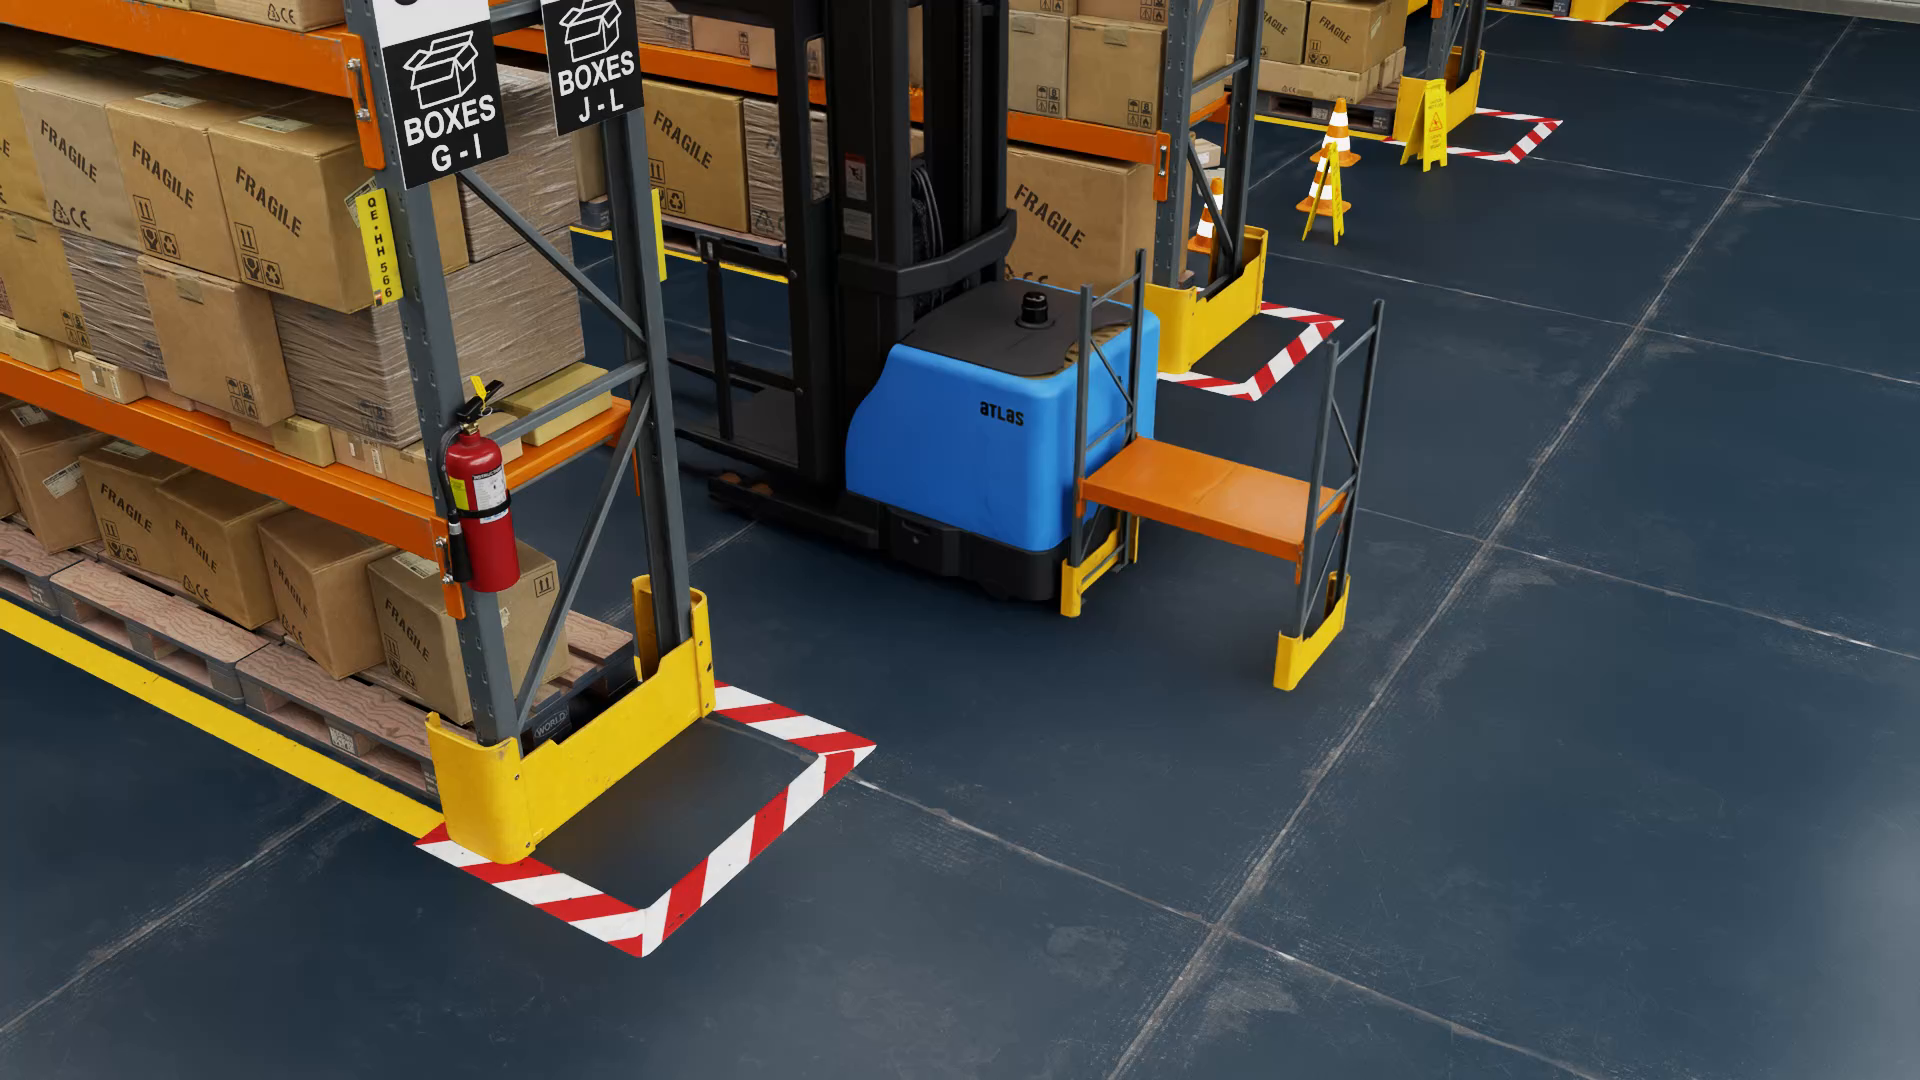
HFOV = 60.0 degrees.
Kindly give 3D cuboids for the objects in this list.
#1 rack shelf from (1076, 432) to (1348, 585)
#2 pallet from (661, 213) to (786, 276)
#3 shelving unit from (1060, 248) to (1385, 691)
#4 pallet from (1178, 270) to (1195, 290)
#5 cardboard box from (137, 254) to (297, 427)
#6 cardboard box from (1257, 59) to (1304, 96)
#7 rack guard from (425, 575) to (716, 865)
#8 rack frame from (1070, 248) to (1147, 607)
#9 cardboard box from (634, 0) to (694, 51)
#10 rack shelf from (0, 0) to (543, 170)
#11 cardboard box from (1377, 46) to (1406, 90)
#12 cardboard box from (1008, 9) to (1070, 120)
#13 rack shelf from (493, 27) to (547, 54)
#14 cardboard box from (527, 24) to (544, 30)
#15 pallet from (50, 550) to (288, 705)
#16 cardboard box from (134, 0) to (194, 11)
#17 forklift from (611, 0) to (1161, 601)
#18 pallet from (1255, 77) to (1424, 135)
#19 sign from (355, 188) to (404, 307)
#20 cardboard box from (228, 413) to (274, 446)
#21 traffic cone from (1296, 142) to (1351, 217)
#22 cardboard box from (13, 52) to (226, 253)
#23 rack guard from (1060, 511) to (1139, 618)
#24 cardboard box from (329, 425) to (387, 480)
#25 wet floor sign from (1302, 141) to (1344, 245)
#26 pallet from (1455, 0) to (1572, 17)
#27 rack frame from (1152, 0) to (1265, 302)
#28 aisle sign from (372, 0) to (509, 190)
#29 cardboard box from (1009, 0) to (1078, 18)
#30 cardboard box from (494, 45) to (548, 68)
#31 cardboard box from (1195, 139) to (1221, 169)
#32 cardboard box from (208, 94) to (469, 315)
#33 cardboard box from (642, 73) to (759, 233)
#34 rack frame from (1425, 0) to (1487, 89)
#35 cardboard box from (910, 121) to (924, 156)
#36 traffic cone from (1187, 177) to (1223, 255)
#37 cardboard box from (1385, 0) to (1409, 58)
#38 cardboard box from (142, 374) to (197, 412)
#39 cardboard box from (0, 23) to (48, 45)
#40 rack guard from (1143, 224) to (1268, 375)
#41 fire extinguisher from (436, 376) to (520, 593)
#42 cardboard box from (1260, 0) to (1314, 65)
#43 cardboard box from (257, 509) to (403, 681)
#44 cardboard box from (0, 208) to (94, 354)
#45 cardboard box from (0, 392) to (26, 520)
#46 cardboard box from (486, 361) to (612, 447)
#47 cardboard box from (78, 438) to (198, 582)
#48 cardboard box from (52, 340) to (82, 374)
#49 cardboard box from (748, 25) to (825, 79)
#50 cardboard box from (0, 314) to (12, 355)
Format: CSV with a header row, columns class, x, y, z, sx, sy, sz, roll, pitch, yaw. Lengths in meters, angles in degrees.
class,x,y,z,sx,sy,sz,roll,pitch,yaw
rack shelf,1.044,-0.148,6.872,1.000,0.185,0.538,18,35,28
pallet,-1.402,-2.145,11.217,1.213,0.211,1.003,18,35,27
shelving unit,1.037,-0.306,6.786,1.083,1.500,0.587,18,35,28
pallet,0.664,-1.491,10.096,1.213,0.211,1.003,18,35,27
cardboard box,-2.278,-0.838,5.816,0.500,0.500,0.875,18,35,27
cardboard box,2.667,-3.892,13.757,0.500,0.250,0.500,18,35,28
rack guard,-1.404,0.635,6.166,0.348,0.500,1.175,18,35,27
rack frame,0.618,-0.443,7.021,0.032,1.500,0.500,18,35,28
cardboard box,-1.686,-3.557,10.722,0.550,0.550,0.875,18,35,27
rack shelf,-3.033,-1.946,5.845,4.000,0.370,1.077,18,35,27
cardboard box,3.393,-3.982,13.911,0.500,0.250,0.500,17,34,27
cardboard box,0.567,-2.798,9.420,0.550,0.550,0.875,18,35,27
rack shelf,-3.699,-3.811,12.020,4.000,0.370,1.077,18,35,27
cardboard box,-2.589,-3.655,10.939,0.500,0.500,0.500,17,34,27
pallet,-3.102,0.199,7.199,1.213,0.211,1.003,18,35,27
cardboard box,-2.307,-1.809,5.046,0.500,0.250,0.500,18,35,28
forklift,-0.603,-1.566,7.526,3.031,2.935,1.130,19,35,29
pallet,3.196,-3.703,13.888,1.213,0.211,1.003,18,35,27
sign,-1.651,-0.830,4.733,0.005,0.325,0.100,18,35,27
cardboard box,-2.344,-0.490,5.863,0.250,0.149,0.380,18,35,27
traffic cone,2.577,-2.558,11.676,0.334,0.463,0.336,18,35,27
cardboard box,-2.785,-1.337,5.678,0.500,0.500,0.500,18,35,27
rack guard,0.619,0.097,7.335,0.087,0.250,0.587,18,35,28
cardboard box,-1.902,-0.372,5.660,0.250,0.149,0.380,18,35,27
wet floor sign,2.460,-2.335,11.112,0.232,0.644,0.267,12,32,19
pallet,5.895,-5.756,17.408,1.213,0.211,1.003,18,35,27
rack frame,1.383,-2.515,9.084,0.127,3.000,1.000,18,35,27
aisle sign,-1.446,-1.403,4.598,0.004,0.787,0.394,18,35,27
cardboard box,0.575,-3.270,9.158,0.550,0.550,0.875,18,35,27
cardboard box,-3.393,-3.184,12.047,0.750,0.750,1.050,18,35,27
cardboard box,1.746,-2.912,12.594,0.380,0.149,0.250,-15,33,-24
cardboard box,-1.936,-1.070,5.221,0.500,0.500,0.500,18,35,27
cardboard box,-1.509,-2.652,11.010,0.875,0.875,0.875,18,35,28
rack frame,3.929,-4.654,12.751,0.127,3.000,1.000,18,35,27
cardboard box,0.027,-2.167,10.179,0.875,0.875,0.875,17,34,27
traffic cone,1.688,-2.167,11.006,0.334,0.463,0.336,18,35,27
cardboard box,3.373,-4.312,13.733,0.500,0.500,0.500,16,34,26
cardboard box,-2.758,-0.632,6.107,0.250,0.149,0.380,18,35,27
cardboard box,-3.634,-1.603,6.135,0.500,0.500,0.500,18,35,27
rack guard,1.404,-1.429,9.703,0.348,0.500,1.175,18,35,27
fire extinguisher,-1.487,-0.164,5.131,0.183,0.674,0.296,18,35,27
cardboard box,2.668,-4.214,13.564,0.500,0.500,0.500,19,35,29
cardboard box,-2.384,0.154,6.574,0.500,0.500,0.500,-25,38,-36
cardboard box,-3.096,-1.130,6.315,0.500,0.500,0.875,18,35,27
cardboard box,-4.410,-0.474,7.649,0.500,0.500,0.500,16,34,26
cardboard box,-1.454,-0.494,5.870,0.250,0.149,0.380,18,35,27
cardboard box,-3.353,-0.191,7.164,0.500,0.500,0.500,14,33,23
cardboard box,-3.191,-0.758,6.322,0.250,0.149,0.380,18,35,27
cardboard box,-0.813,-3.225,10.152,0.550,0.550,0.875,18,35,27
cardboard box,-3.633,-0.878,6.527,0.250,0.149,0.380,18,35,27
